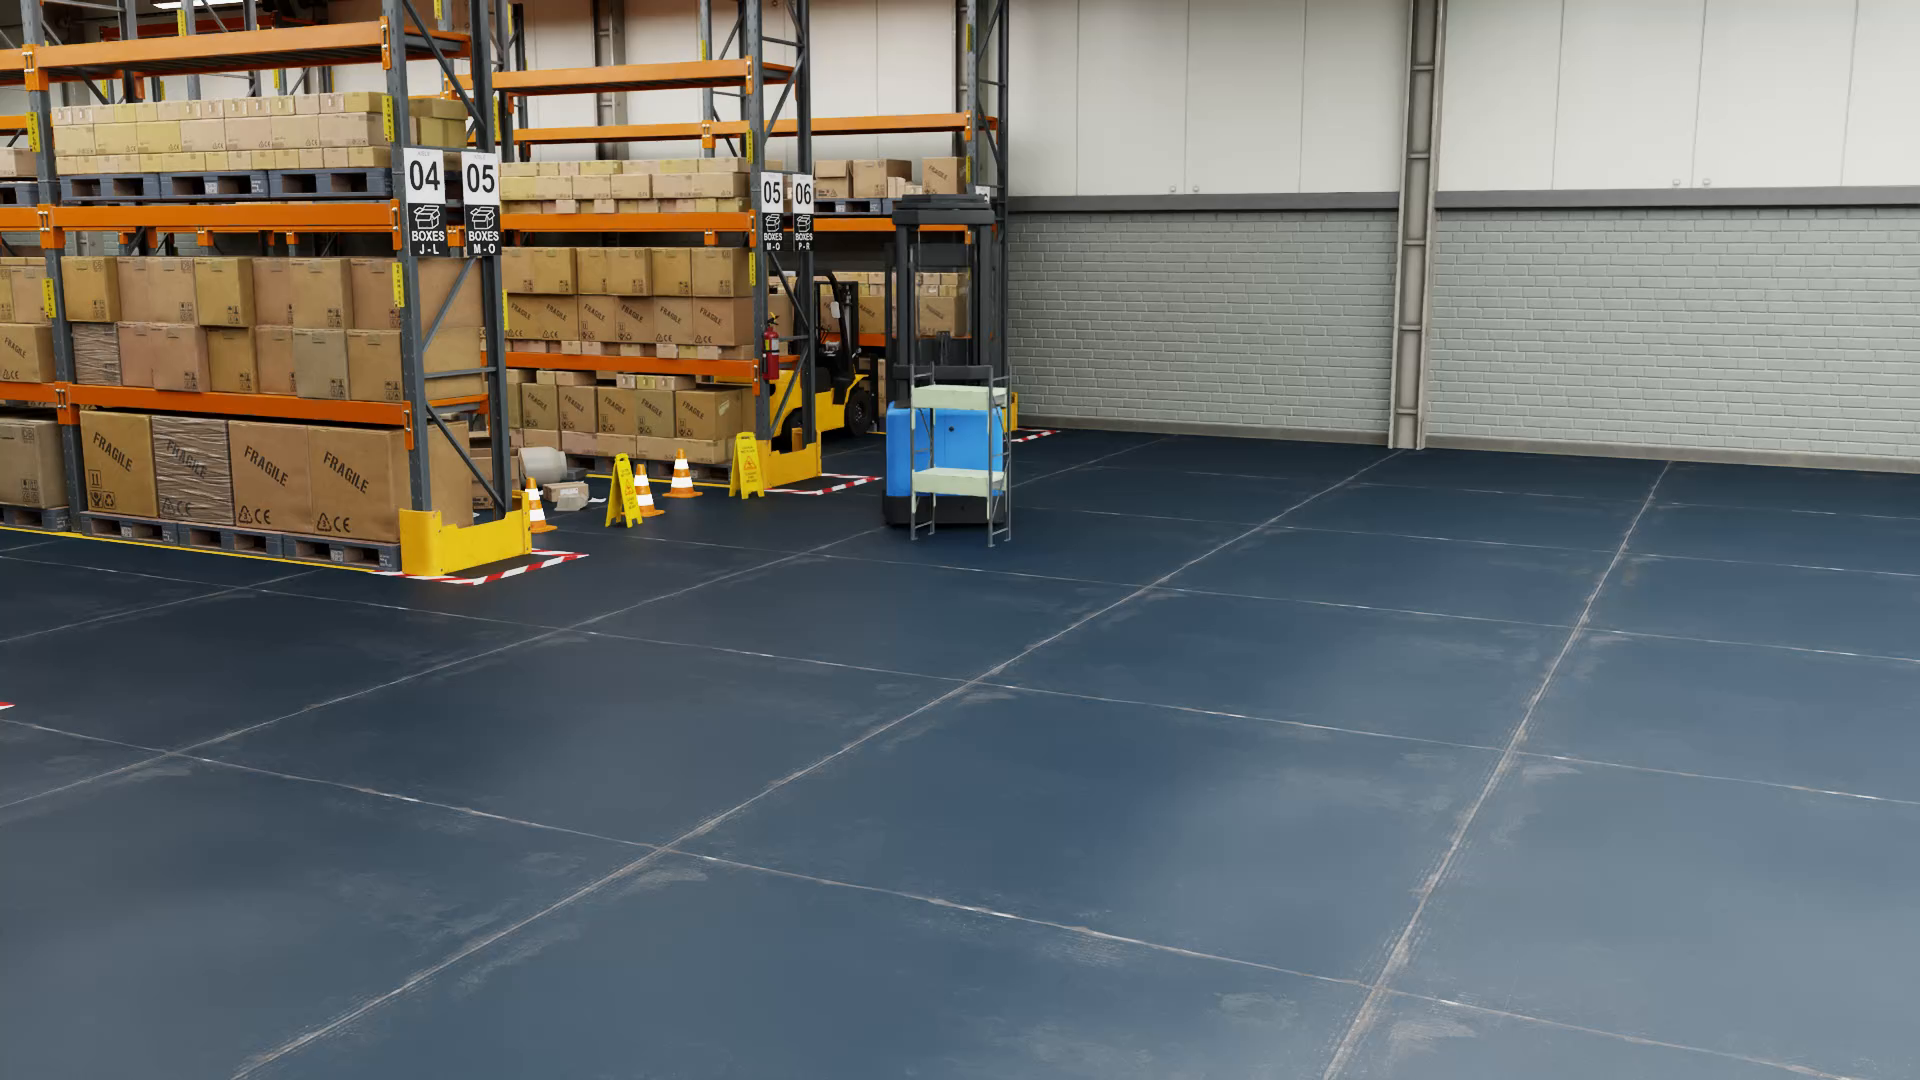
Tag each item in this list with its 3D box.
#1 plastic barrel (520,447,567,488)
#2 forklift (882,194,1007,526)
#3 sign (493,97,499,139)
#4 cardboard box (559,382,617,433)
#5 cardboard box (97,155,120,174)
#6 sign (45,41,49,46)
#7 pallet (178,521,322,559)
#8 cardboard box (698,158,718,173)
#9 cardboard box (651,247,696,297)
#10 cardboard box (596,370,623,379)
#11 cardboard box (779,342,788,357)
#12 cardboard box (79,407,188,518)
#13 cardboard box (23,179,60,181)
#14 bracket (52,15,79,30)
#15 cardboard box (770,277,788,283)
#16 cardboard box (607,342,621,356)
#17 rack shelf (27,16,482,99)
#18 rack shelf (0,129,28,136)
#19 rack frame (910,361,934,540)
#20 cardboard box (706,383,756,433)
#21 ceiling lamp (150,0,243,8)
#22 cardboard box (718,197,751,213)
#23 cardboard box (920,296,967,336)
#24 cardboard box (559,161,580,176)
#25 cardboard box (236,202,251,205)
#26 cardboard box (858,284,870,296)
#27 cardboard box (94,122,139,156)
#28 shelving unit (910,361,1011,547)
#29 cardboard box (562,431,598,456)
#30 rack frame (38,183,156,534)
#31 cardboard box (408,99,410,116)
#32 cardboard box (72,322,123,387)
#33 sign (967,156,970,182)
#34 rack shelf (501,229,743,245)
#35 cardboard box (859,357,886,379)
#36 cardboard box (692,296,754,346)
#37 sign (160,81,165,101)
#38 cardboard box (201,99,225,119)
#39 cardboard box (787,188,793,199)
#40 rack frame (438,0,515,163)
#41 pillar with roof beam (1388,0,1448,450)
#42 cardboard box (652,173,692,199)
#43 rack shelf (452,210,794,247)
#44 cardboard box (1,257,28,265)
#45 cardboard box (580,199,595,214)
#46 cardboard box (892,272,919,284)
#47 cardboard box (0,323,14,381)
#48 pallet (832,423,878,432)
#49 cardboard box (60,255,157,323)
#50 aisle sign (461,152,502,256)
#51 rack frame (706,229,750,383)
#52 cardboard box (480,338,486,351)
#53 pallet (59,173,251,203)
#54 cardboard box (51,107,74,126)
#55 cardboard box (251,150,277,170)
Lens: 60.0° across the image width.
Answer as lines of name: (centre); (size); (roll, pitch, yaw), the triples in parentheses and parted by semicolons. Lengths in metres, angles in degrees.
plastic barrel: (-4.355, -0.752, 17.197); (0.512, 0.421, 0.421); (-4, 11, -23)
forklift: (-0.163, -1.785, 15.863); (1.130, 2.935, 3.031); (0, 10, -1)
sign: (-3.681, -3.334, 13.127); (0.005, 0.325, 0.100); (5, 11, 26)
cardboard box: (-4.060, -1.466, 18.341); (0.500, 0.500, 0.500); (6, 12, 29)
cardboard box: (-6.887, -3.101, 13.763); (0.250, 0.149, 0.380); (5, 11, 26)
sign: (-12.364, -6.583, 22.489); (0.005, 0.325, 0.100); (5, 11, 26)
pallet: (-5.774, -0.075, 14.052); (1.213, 0.211, 1.003); (5, 11, 26)
cardboard box: (-2.481, -3.850, 17.121); (0.250, 0.149, 0.380); (5, 12, 27)
cardboard box: (-2.838, -2.833, 17.537); (0.500, 0.500, 0.700); (5, 11, 26)
cardboard box: (-5.067, -2.406, 24.589); (0.625, 0.625, 0.875); (5, 11, 23)
cardboard box: (-2.045, -2.035, 17.757); (0.250, 0.149, 0.380); (5, 11, 26)
cardboard box: (-6.986, -0.716, 14.550); (0.875, 0.875, 0.875); (5, 11, 27)
cardboard box: (-8.339, -3.345, 15.113); (0.380, 0.149, 0.250); (5, 11, 26)
bracket: (-15.792, -9.143, 29.373); (0.430, 0.232, 0.235); (5, 11, 26)
cardboard box: (-2.379, -3.588, 22.694); (0.250, 0.149, 0.380); (5, 12, 27)
cardboard box: (-3.625, -2.094, 18.083); (0.250, 0.149, 0.380); (5, 11, 26)
rack shelf: (-5.726, -3.859, 13.428); (4.000, 0.370, 1.077); (5, 11, 26)
rack shelf: (-14.387, -5.603, 23.065); (4.000, 0.370, 1.077); (5, 11, 26)
rack frame: (-0.322, -0.766, 14.253); (0.023, 1.500, 0.400); (5, 11, 26)
cardboard box: (-2.455, -1.431, 18.150); (0.500, 0.500, 0.500); (5, 11, 24)
ceiling lamp: (-10.622, -9.245, 23.652); (2.000, 3.185, 0.800); (5, 11, 26)
cardboard box: (-2.276, -3.435, 17.068); (0.250, 0.149, 0.380); (5, 11, 26)
cardboard box: (-0.197, -2.938, 21.760); (0.500, 0.500, 0.500); (5, 11, 25)
cardboard box: (-4.089, -3.988, 17.886); (0.250, 0.149, 0.380); (5, 11, 25)
cardboard box: (-8.570, -4.067, 20.234); (0.258, 0.266, 0.396); (5, 11, 26)
cardboard box: (-1.236, -3.340, 22.160); (0.250, 0.149, 0.380); (5, 11, 26)
cardboard box: (-6.751, -3.297, 13.729); (0.500, 0.250, 0.500); (5, 11, 25)
shelving unit: (0.006, -0.737, 14.094); (0.755, 1.500, 0.431); (5, 11, 26)
cardboard box: (-4.049, -1.096, 18.407); (0.500, 0.250, 0.500); (5, 11, 25)
rack frame: (-7.519, -1.615, 14.734); (0.127, 3.000, 1.000); (5, 11, 26)
cardboard box: (-4.315, -3.398, 13.166); (0.250, 0.149, 0.380); (5, 11, 26)
cardboard box: (-7.183, -1.662, 14.570); (0.550, 0.550, 0.875); (5, 11, 26)
sign: (0.108, -4.679, 20.974); (0.005, 0.325, 0.100); (5, 11, 26)
rack shelf: (-5.020, -4.487, 24.195); (4.000, 0.370, 1.077); (5, 11, 26)
cardboard box: (-1.108, -2.301, 22.258); (0.500, 0.250, 0.500); (5, 11, 27)
cardboard box: (-2.441, -2.293, 17.362); (0.500, 0.500, 0.500); (5, 11, 25)
sign: (-13.724, -7.729, 28.602); (0.005, 0.325, 0.100); (5, 11, 26)
cardboard box: (-5.752, -3.393, 13.141); (0.250, 0.149, 0.380); (5, 11, 26)
cardboard box: (-2.269, -4.671, 22.439); (0.250, 0.149, 0.380); (5, 12, 28)
rack frame: (-5.420, -5.366, 18.612); (0.127, 3.000, 1.000); (5, 11, 26)
pillar with roof beam: (3.611, -4.882, 15.939); (0.400, 9.000, 9.100); (5, 11, 26)
cardboard box: (-2.855, -3.687, 17.341); (0.500, 0.250, 0.500); (5, 11, 25)
rack shelf: (-3.626, -3.378, 18.072); (4.000, 0.370, 1.077); (5, 11, 26)
cardboard box: (-12.326, -3.505, 22.086); (0.500, 0.500, 0.500); (5, 11, 26)
cardboard box: (-3.864, -3.581, 17.876); (0.250, 0.149, 0.380); (5, 11, 26)
cardboard box: (-0.726, -3.463, 22.007); (0.250, 0.149, 0.380); (5, 11, 26)
cardboard box: (-8.558, -1.703, 14.936); (0.500, 0.500, 0.500); (5, 11, 25)
pallet: (-1.434, -1.670, 22.863); (1.213, 0.211, 1.003); (5, 11, 26)
cardboard box: (-7.203, -2.186, 14.433); (0.550, 0.550, 0.875); (5, 11, 26)
aisle sign: (-3.736, -2.622, 12.994); (0.004, 0.787, 0.394); (5, 11, 26)
rack frame: (-3.227, -3.207, 23.528); (0.127, 3.000, 1.000); (5, 11, 26)
cardboard box: (-5.279, -2.214, 18.748); (0.250, 0.149, 0.380); (5, 11, 26)
pallet: (-6.790, -2.982, 14.109); (1.213, 0.211, 1.003); (5, 11, 26)
cardboard box: (-7.343, -3.533, 13.913); (0.250, 0.149, 0.380); (5, 11, 26)
cardboard box: (-5.293, -2.961, 12.990); (0.250, 0.149, 0.380); (5, 11, 25)
